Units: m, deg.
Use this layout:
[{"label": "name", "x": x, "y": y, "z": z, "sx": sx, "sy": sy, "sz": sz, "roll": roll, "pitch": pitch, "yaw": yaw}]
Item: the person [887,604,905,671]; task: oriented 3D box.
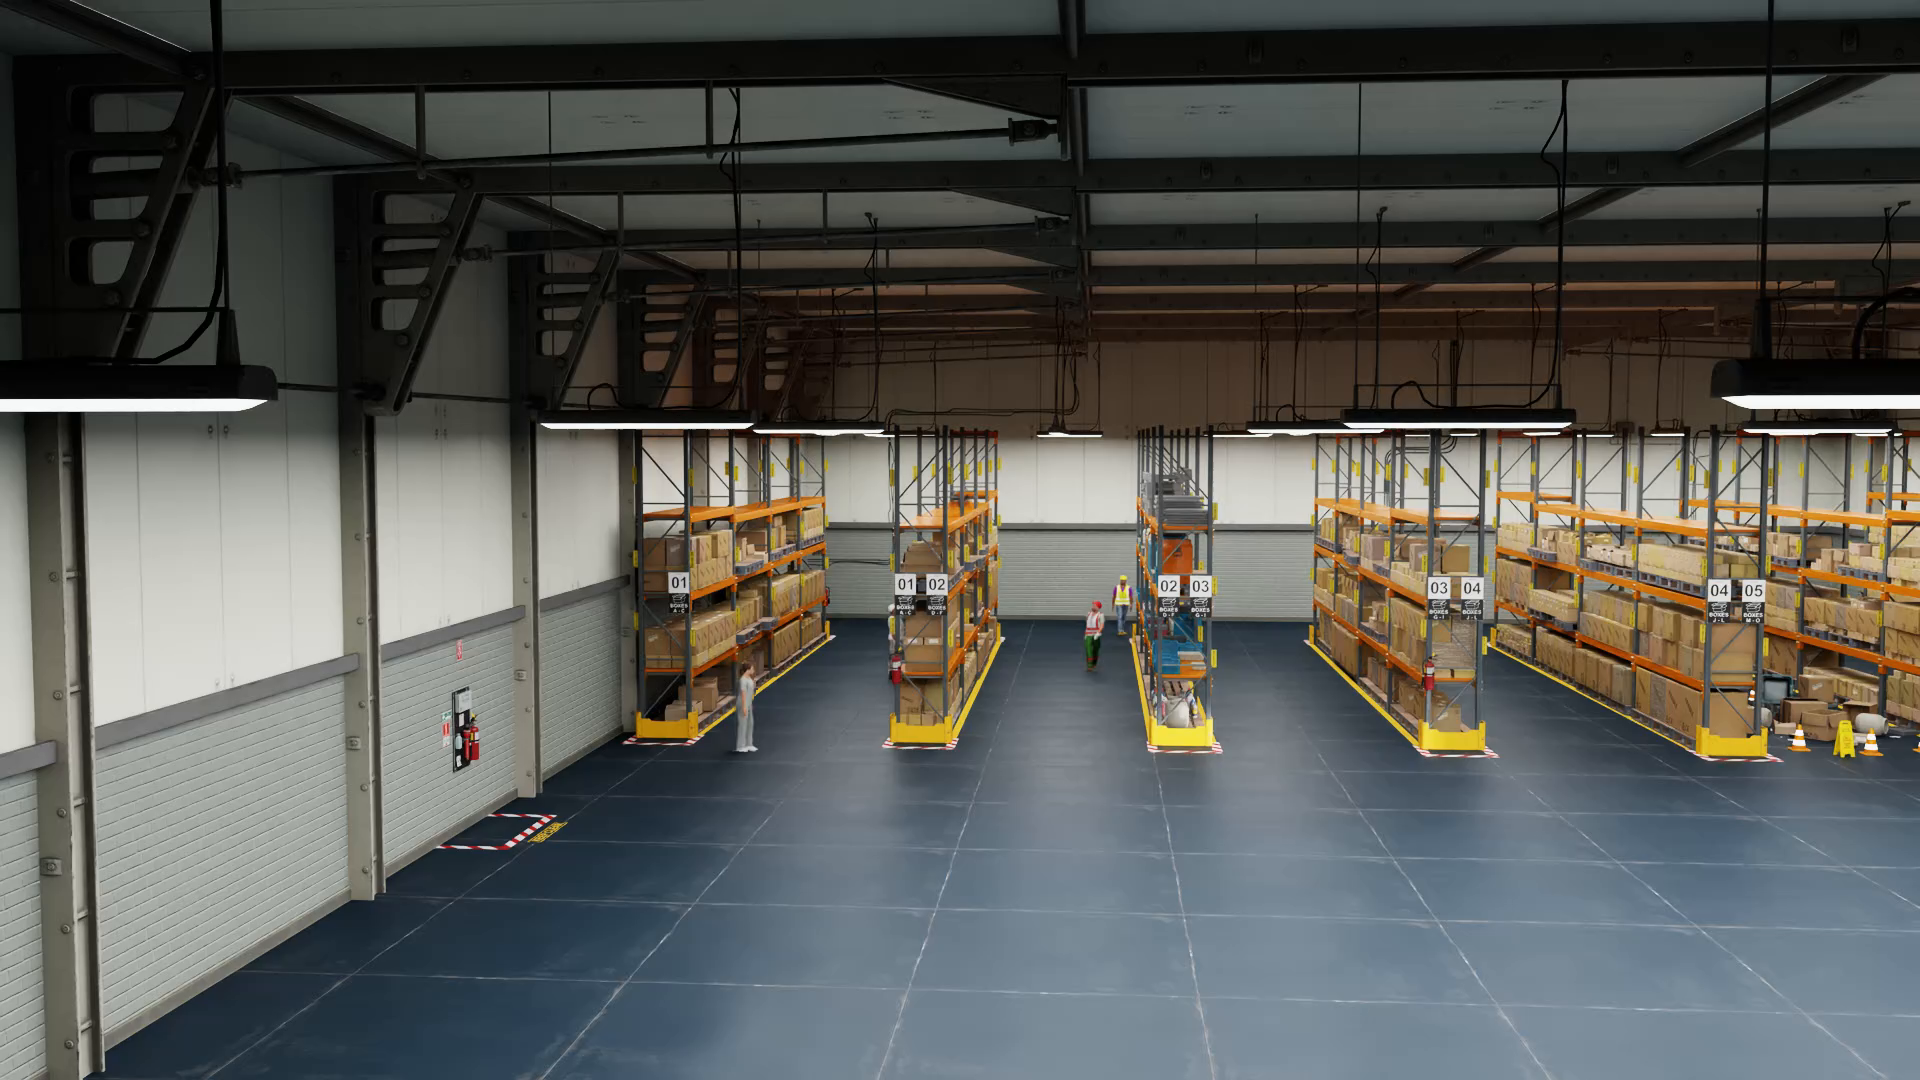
[{"label": "person", "x": -1.440, "y": 2.432, "z": 40.134, "sx": 0.602, "sy": 1.764, "sz": 0.642, "roll": 2, "pitch": 4, "yaw": 31}]

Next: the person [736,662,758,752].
[{"label": "person", "x": -3.936, "y": 3.061, "z": 30.515, "sx": 0.388, "sy": 1.676, "sz": 0.491, "roll": 1, "pitch": 3, "yaw": 9}]

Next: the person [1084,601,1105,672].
[{"label": "person", "x": 3.317, "y": 2.371, "z": 41.007, "sx": 0.508, "sy": 1.713, "sz": 1.060, "roll": 0, "pitch": 3, "yaw": 3}]

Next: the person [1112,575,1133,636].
[{"label": "person", "x": 4.794, "y": 1.920, "z": 48.673, "sx": 0.581, "sy": 1.754, "sz": 0.701, "roll": -1, "pitch": 4, "yaw": -15}]

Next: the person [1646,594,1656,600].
[{"label": "person", "x": 17.999, "y": 2.269, "z": 43.488, "sx": 0.562, "sy": 1.721, "sz": 0.652, "roll": -1, "pitch": 4, "yaw": -19}]
